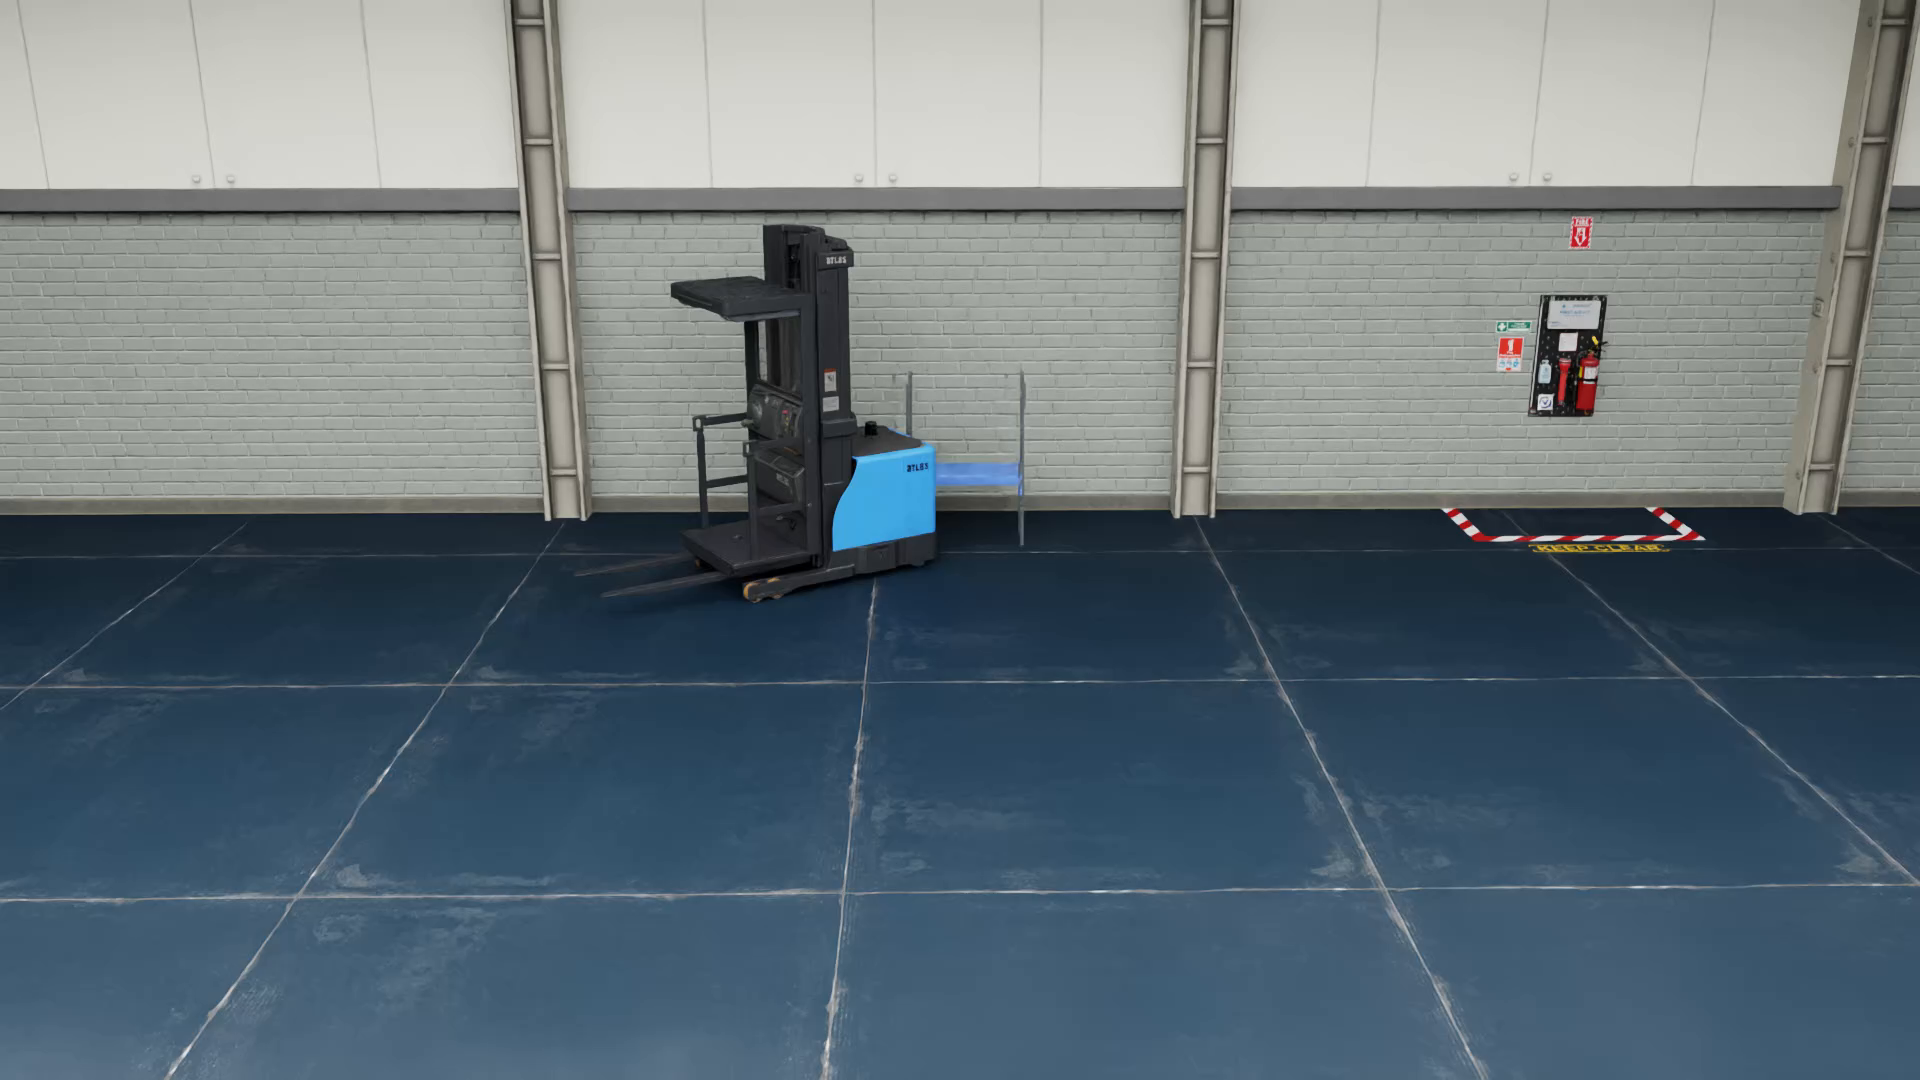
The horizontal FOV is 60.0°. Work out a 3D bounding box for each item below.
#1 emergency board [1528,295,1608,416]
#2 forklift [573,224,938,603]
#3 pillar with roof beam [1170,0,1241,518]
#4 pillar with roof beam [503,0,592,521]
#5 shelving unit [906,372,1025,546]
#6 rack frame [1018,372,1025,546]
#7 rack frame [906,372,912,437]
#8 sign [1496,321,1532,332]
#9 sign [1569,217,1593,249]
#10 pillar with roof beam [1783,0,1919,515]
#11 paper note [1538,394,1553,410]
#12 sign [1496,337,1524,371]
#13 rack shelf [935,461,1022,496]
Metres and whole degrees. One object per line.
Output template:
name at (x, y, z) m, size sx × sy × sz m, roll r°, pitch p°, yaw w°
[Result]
emergency board at (5.772, -1.717, 15.691) m, size 0.643 × 1.169 × 0.194 m, roll 0°, pitch 18°, yaw -1°
forklift at (-1.718, -1.065, 13.772) m, size 3.031 × 2.935 × 1.130 m, roll -11°, pitch 21°, yaw -30°
pillar with roof beam at (2.313, -3.230, 10.586) m, size 0.400 × 9.000 × 9.100 m, roll 0°, pitch 18°, yaw -1°
pillar with roof beam at (-3.687, -3.201, 10.496) m, size 0.400 × 9.000 × 9.100 m, roll 0°, pitch 18°, yaw -1°
shelving unit at (0.053, -0.738, 15.095) m, size 1.048 × 1.500 × 0.538 m, roll 0°, pitch 18°, yaw 0°
rack frame at (0.561, -0.737, 15.092) m, size 0.032 × 1.500 × 0.500 m, roll 0°, pitch 18°, yaw 0°
rack frame at (-0.456, -0.738, 15.097) m, size 0.032 × 1.500 × 0.500 m, roll 0°, pitch 18°, yaw 0°
sign at (5.223, -2.012, 15.686) m, size 0.331 × 0.109 × 0.001 m, roll 0°, pitch 18°, yaw -1°
sign at (5.763, -2.851, 15.431) m, size 0.199 × 0.298 × 0.001 m, roll 0°, pitch 18°, yaw -1°
pillar with roof beam at (8.312, -3.259, 10.677) m, size 0.400 × 9.000 × 9.100 m, roll 0°, pitch 18°, yaw -1°
paper note at (5.594, -1.317, 15.888) m, size 0.142 × 0.148 × 0.016 m, roll 0°, pitch 18°, yaw -1°
sign at (5.218, -1.763, 15.775) m, size 0.234 × 0.329 × 0.001 m, roll 0°, pitch 18°, yaw -1°
rack shelf at (0.053, -0.567, 15.150) m, size 1.000 × 0.185 × 0.538 m, roll 0°, pitch 18°, yaw 0°
